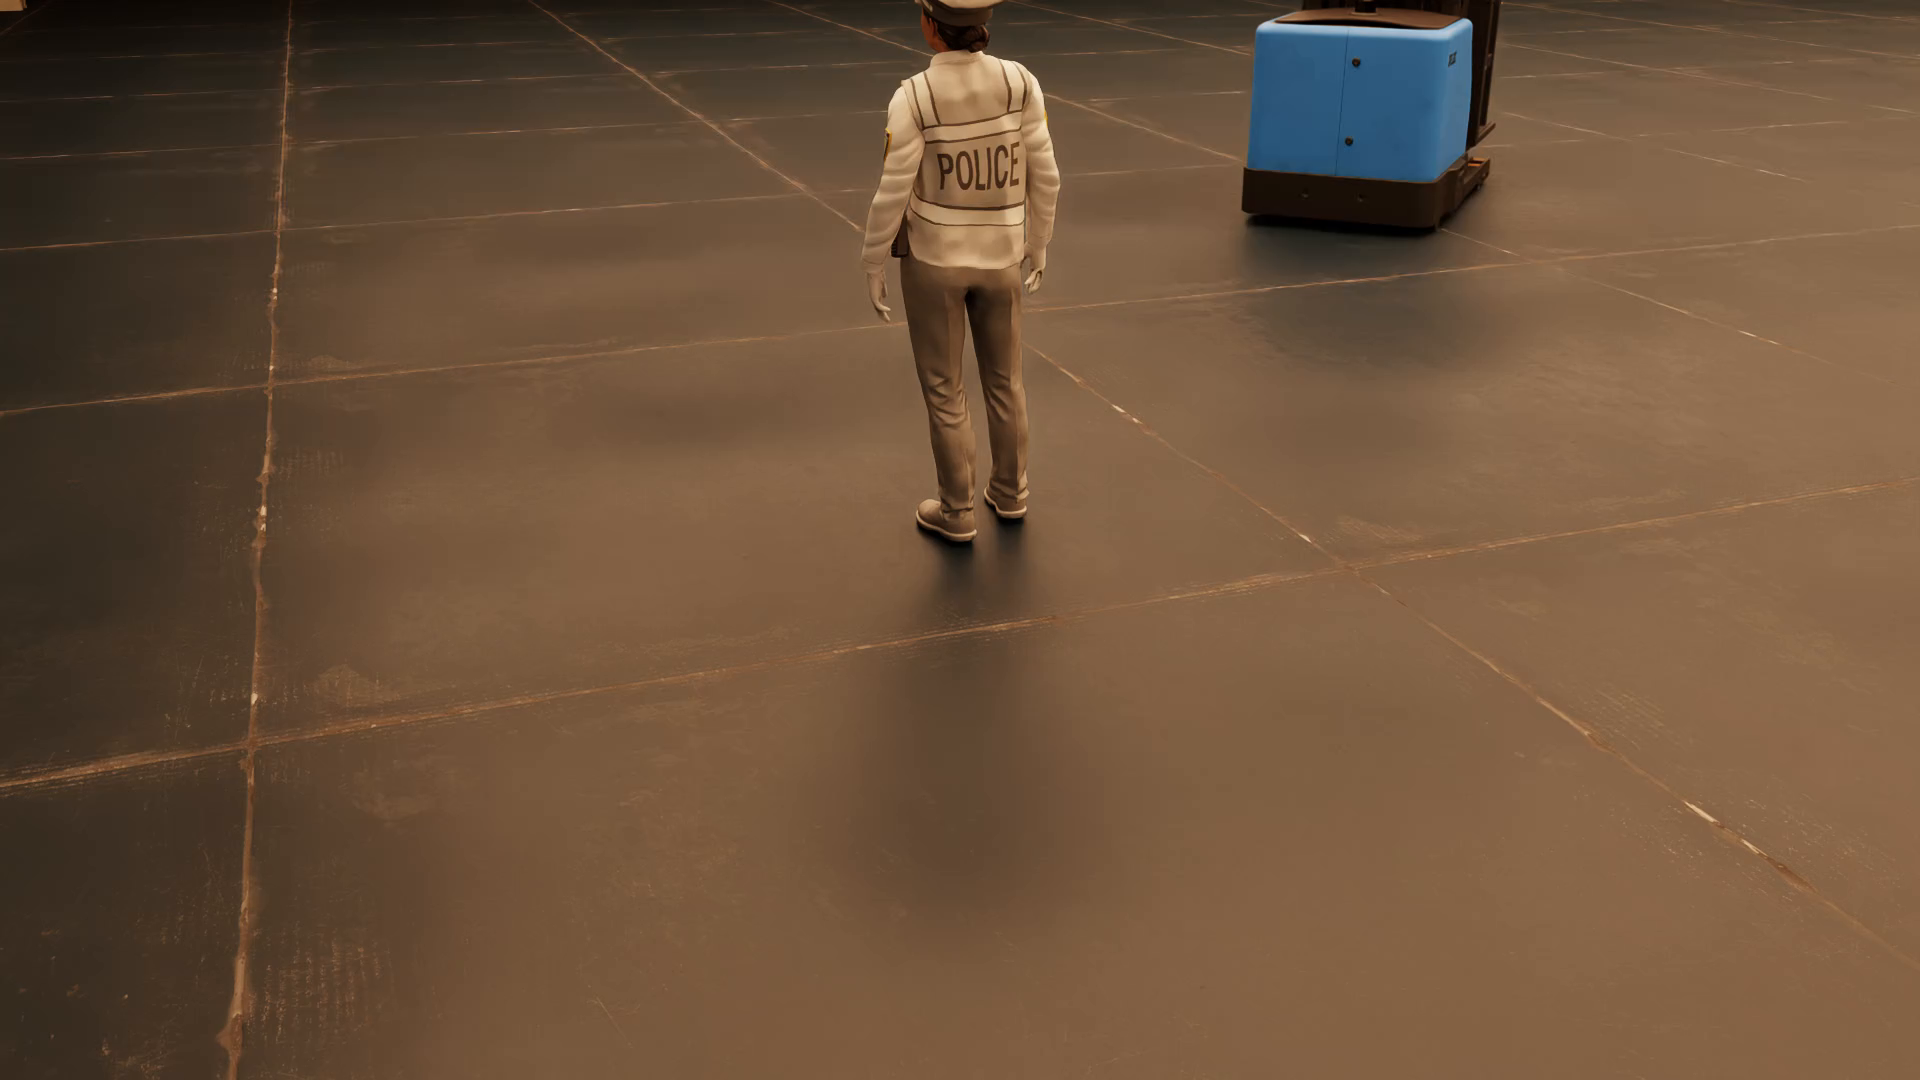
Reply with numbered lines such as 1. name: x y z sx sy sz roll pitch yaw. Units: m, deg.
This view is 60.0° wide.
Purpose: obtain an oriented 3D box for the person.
1. person: -0.017 -0.814 4.810 0.586 1.694 0.530 -8 24 -18

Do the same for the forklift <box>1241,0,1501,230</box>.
1. forklift: 2.645 -3.549 9.737 1.130 2.935 3.031 10 25 23
